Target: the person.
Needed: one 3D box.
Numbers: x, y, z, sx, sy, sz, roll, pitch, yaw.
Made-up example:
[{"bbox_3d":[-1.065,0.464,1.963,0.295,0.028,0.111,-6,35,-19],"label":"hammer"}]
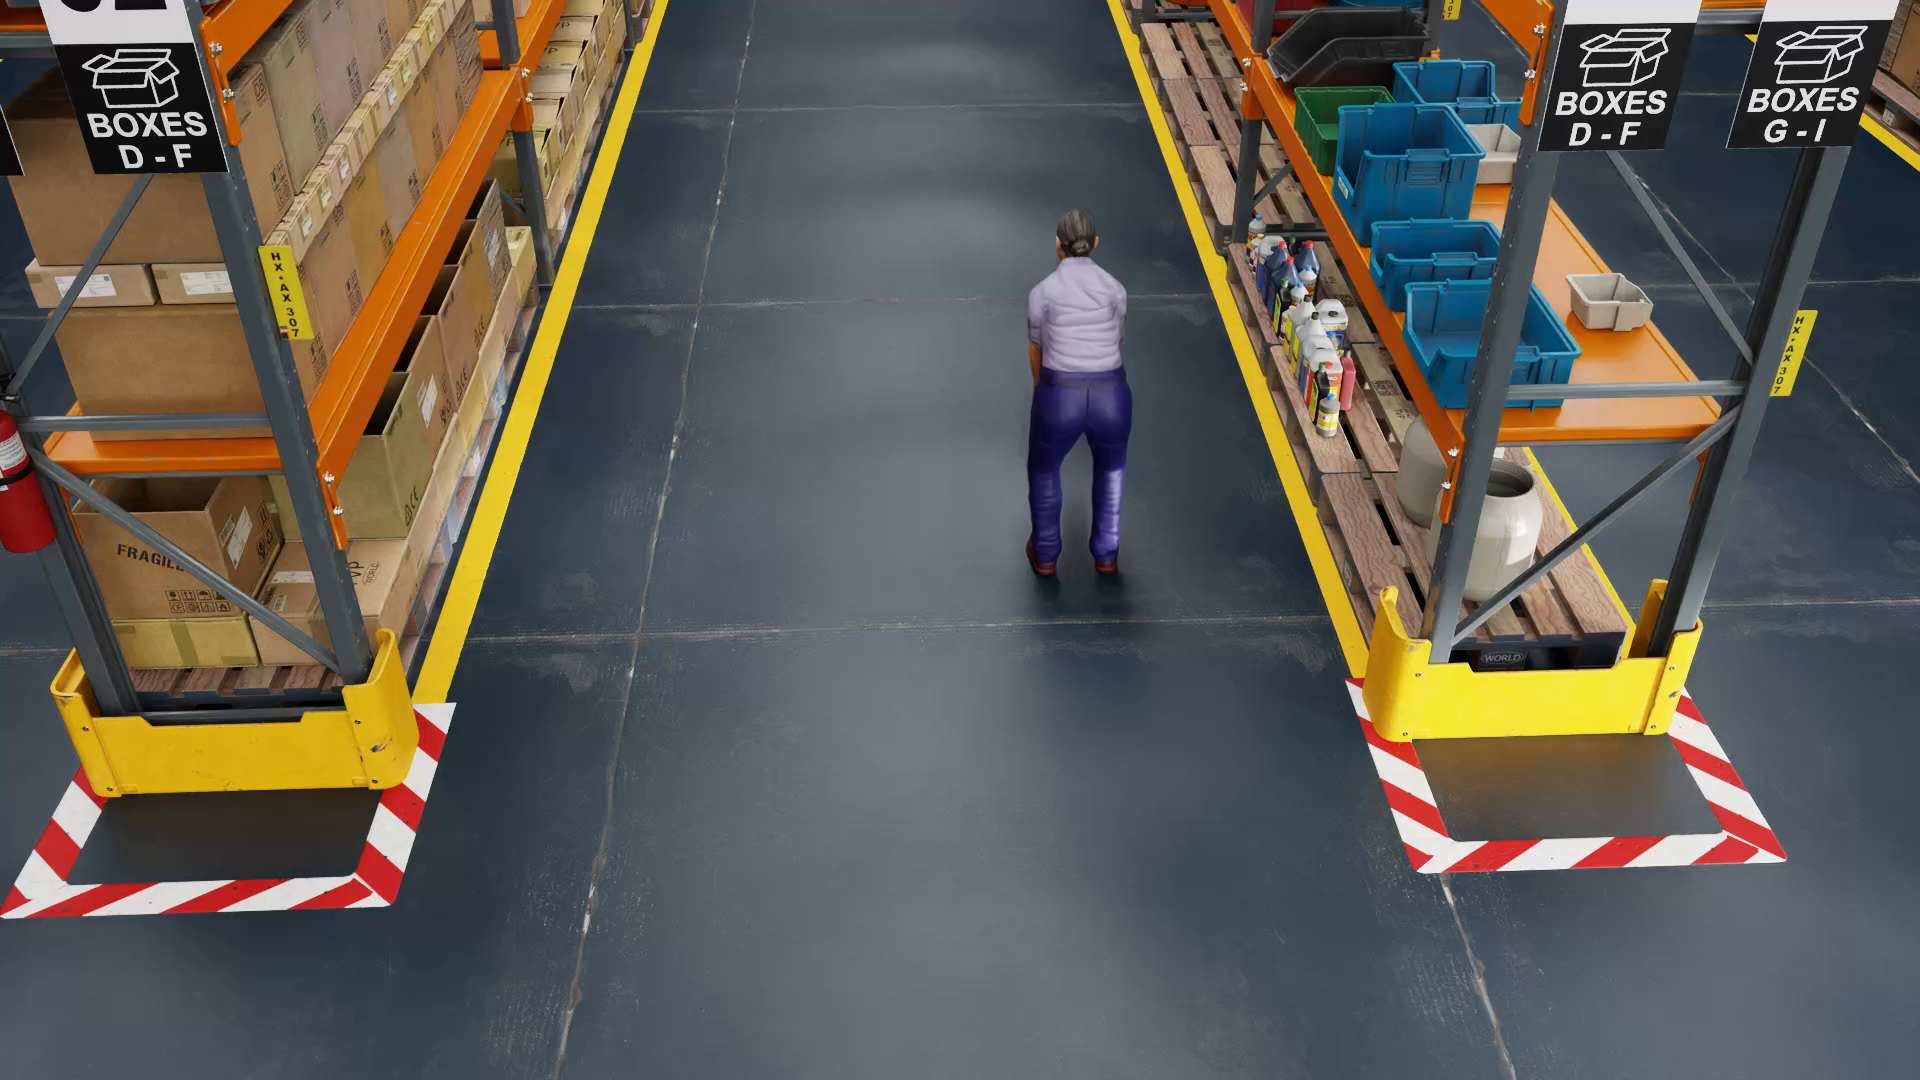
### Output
[{"bbox_3d":[0.495,-0.577,6.963,0.561,1.651,0.375,-4,36,-5],"label":"person"}]
